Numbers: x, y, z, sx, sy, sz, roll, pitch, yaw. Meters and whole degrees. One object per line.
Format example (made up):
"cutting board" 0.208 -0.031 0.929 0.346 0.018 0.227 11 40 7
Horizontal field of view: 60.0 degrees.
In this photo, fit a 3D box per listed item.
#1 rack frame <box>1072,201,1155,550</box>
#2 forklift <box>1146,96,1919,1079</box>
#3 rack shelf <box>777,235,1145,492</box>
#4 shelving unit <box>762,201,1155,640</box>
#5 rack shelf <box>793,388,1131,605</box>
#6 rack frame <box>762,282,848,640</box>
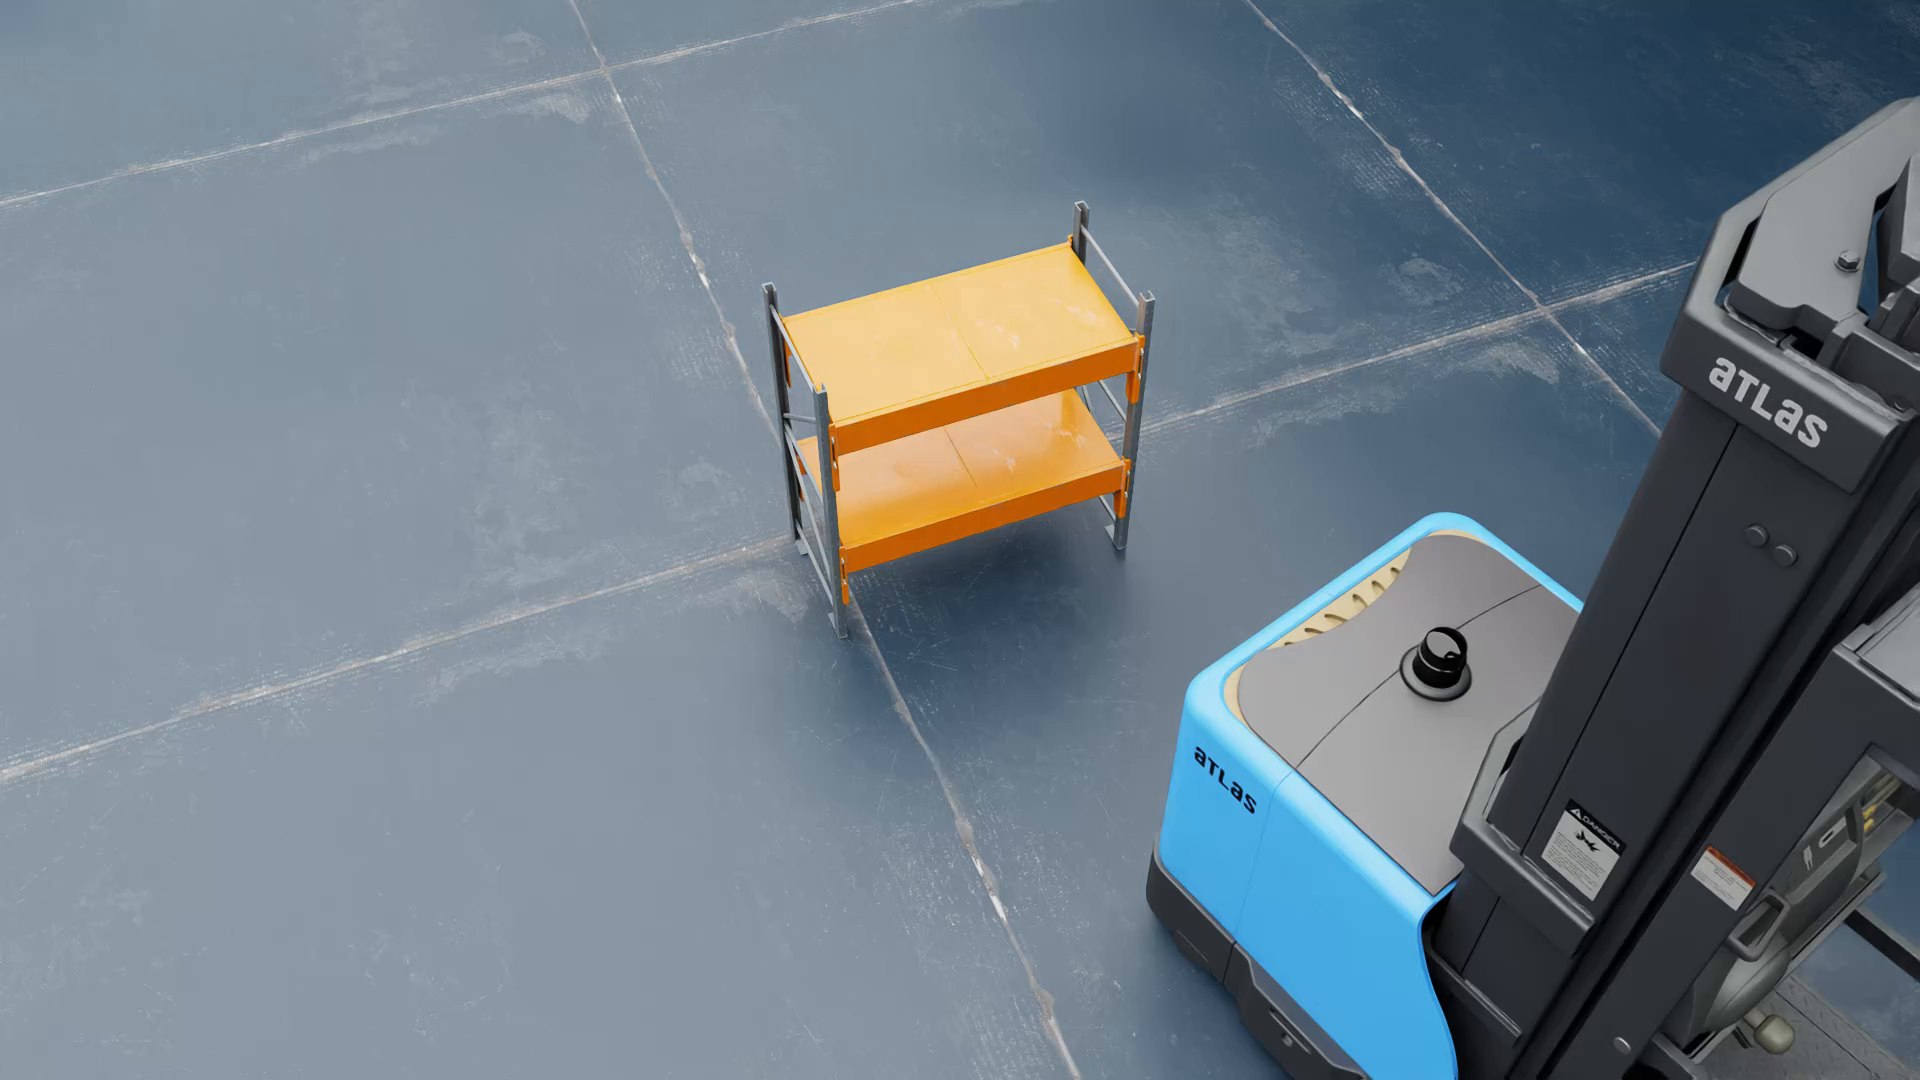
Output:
"rack frame" 0.464 -0.510 5.447 0.032 1.125 0.500 -17 52 -14
"forklift" 1.842 0.750 3.174 1.130 2.935 3.031 -31 56 -24
"rack shelf" -0.006 -0.555 5.100 1.000 0.278 0.538 -17 52 -14
"shelving unit" -0.006 -0.365 5.322 1.048 1.125 0.538 -17 52 -14
"rack shelf" -0.006 -0.205 5.507 1.000 0.278 0.538 -17 52 -14
"rack frame" -0.477 -0.219 5.196 0.032 1.125 0.500 -17 52 -14
